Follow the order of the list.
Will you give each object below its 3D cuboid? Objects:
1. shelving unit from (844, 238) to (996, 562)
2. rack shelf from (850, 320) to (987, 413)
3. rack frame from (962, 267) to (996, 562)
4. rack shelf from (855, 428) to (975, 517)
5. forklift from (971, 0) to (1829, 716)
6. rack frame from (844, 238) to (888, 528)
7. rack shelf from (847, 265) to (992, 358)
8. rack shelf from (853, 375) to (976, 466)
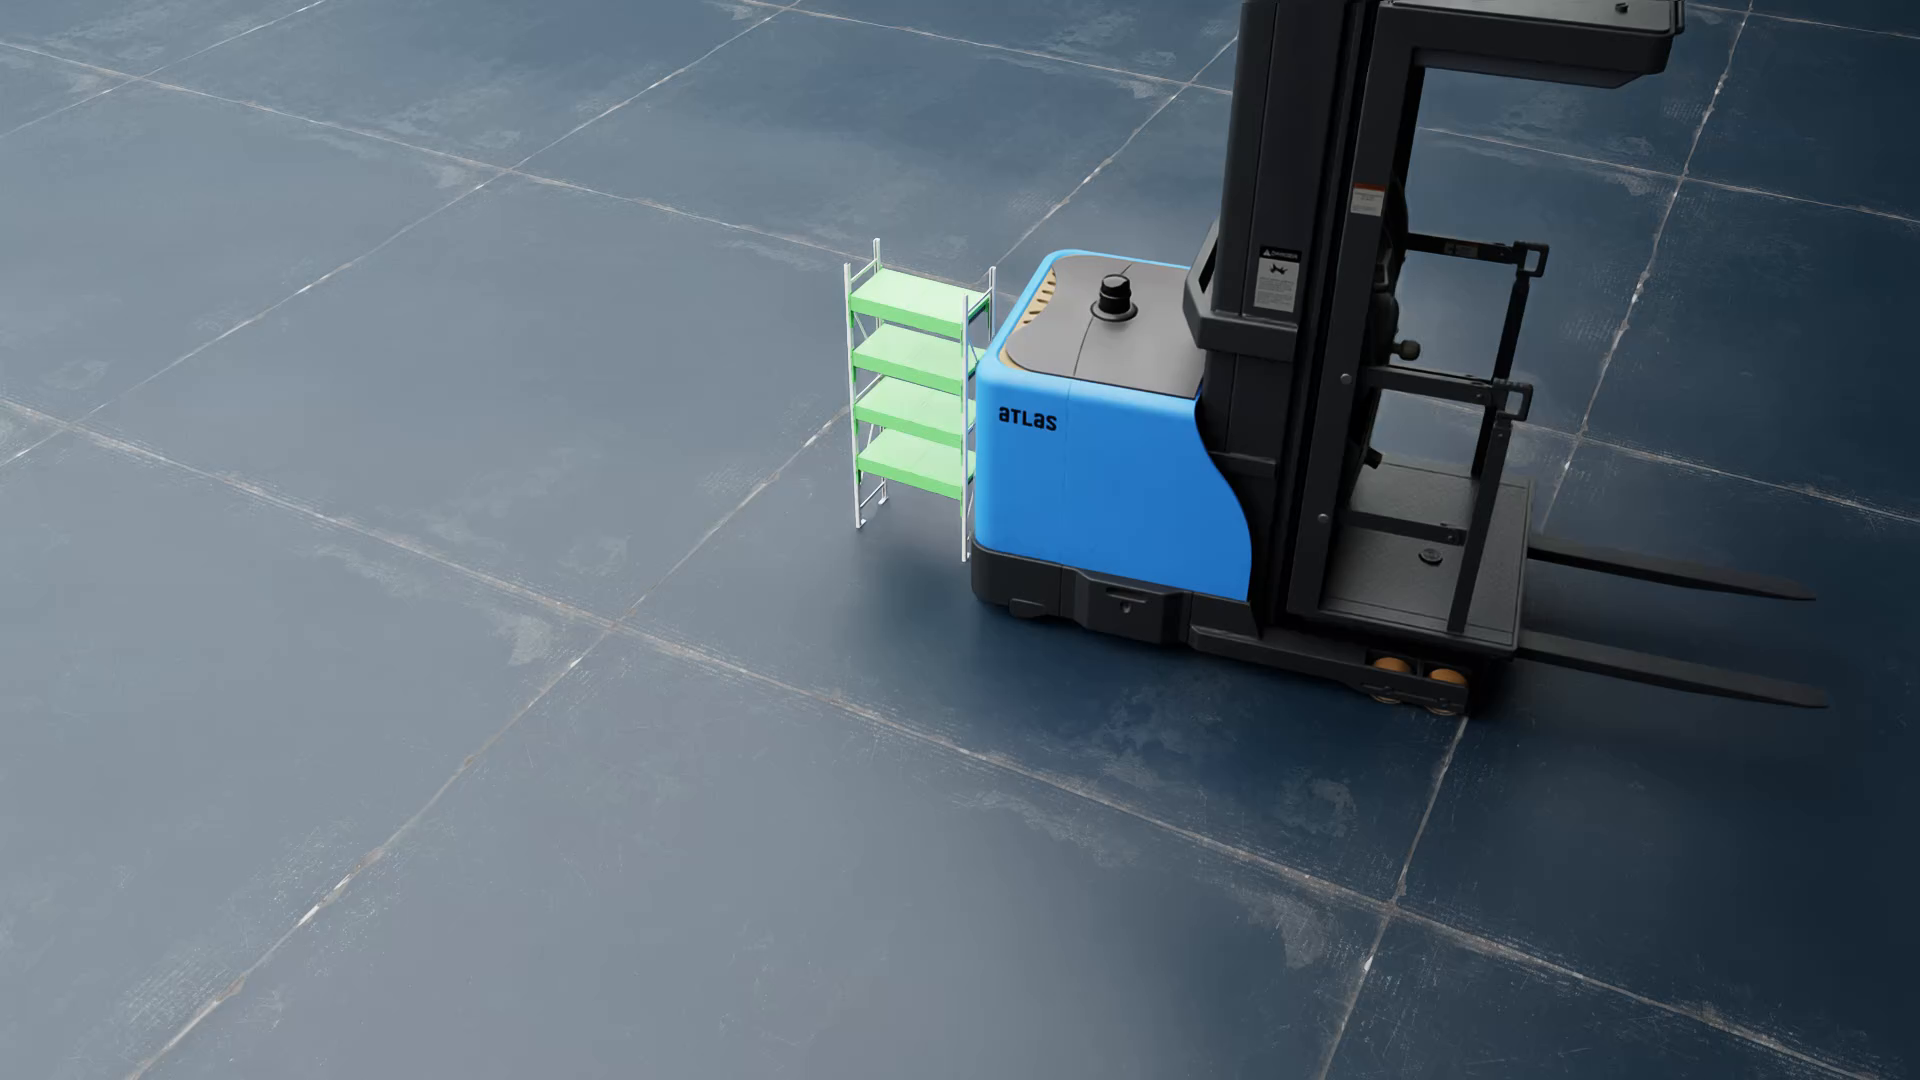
[{"bbox_3d":[-0.147,-0.524,6.448,0.503,1.200,0.258,17,41,21],"label":"shelving unit"},{"bbox_3d":[-0.147,-0.664,6.341,0.480,0.148,0.258,17,41,21],"label":"rack shelf"},{"bbox_3d":[0.070,-0.456,6.358,0.015,1.200,0.240,17,41,21],"label":"rack frame"},{"bbox_3d":[-0.147,-0.282,6.632,0.480,0.148,0.258,17,41,21],"label":"rack shelf"},{"bbox_3d":[1.616,-0.905,5.518,3.031,2.935,1.130,11,39,15],"label":"forklift"},{"bbox_3d":[-0.364,-0.592,6.537,0.015,1.200,0.240,17,41,21],"label":"rack frame"},{"bbox_3d":[-0.147,-0.855,6.196,0.480,0.148,0.258,17,41,21],"label":"rack shelf"},{"bbox_3d":[-0.147,-0.473,6.487,0.480,0.148,0.258,17,41,21],"label":"rack shelf"}]
